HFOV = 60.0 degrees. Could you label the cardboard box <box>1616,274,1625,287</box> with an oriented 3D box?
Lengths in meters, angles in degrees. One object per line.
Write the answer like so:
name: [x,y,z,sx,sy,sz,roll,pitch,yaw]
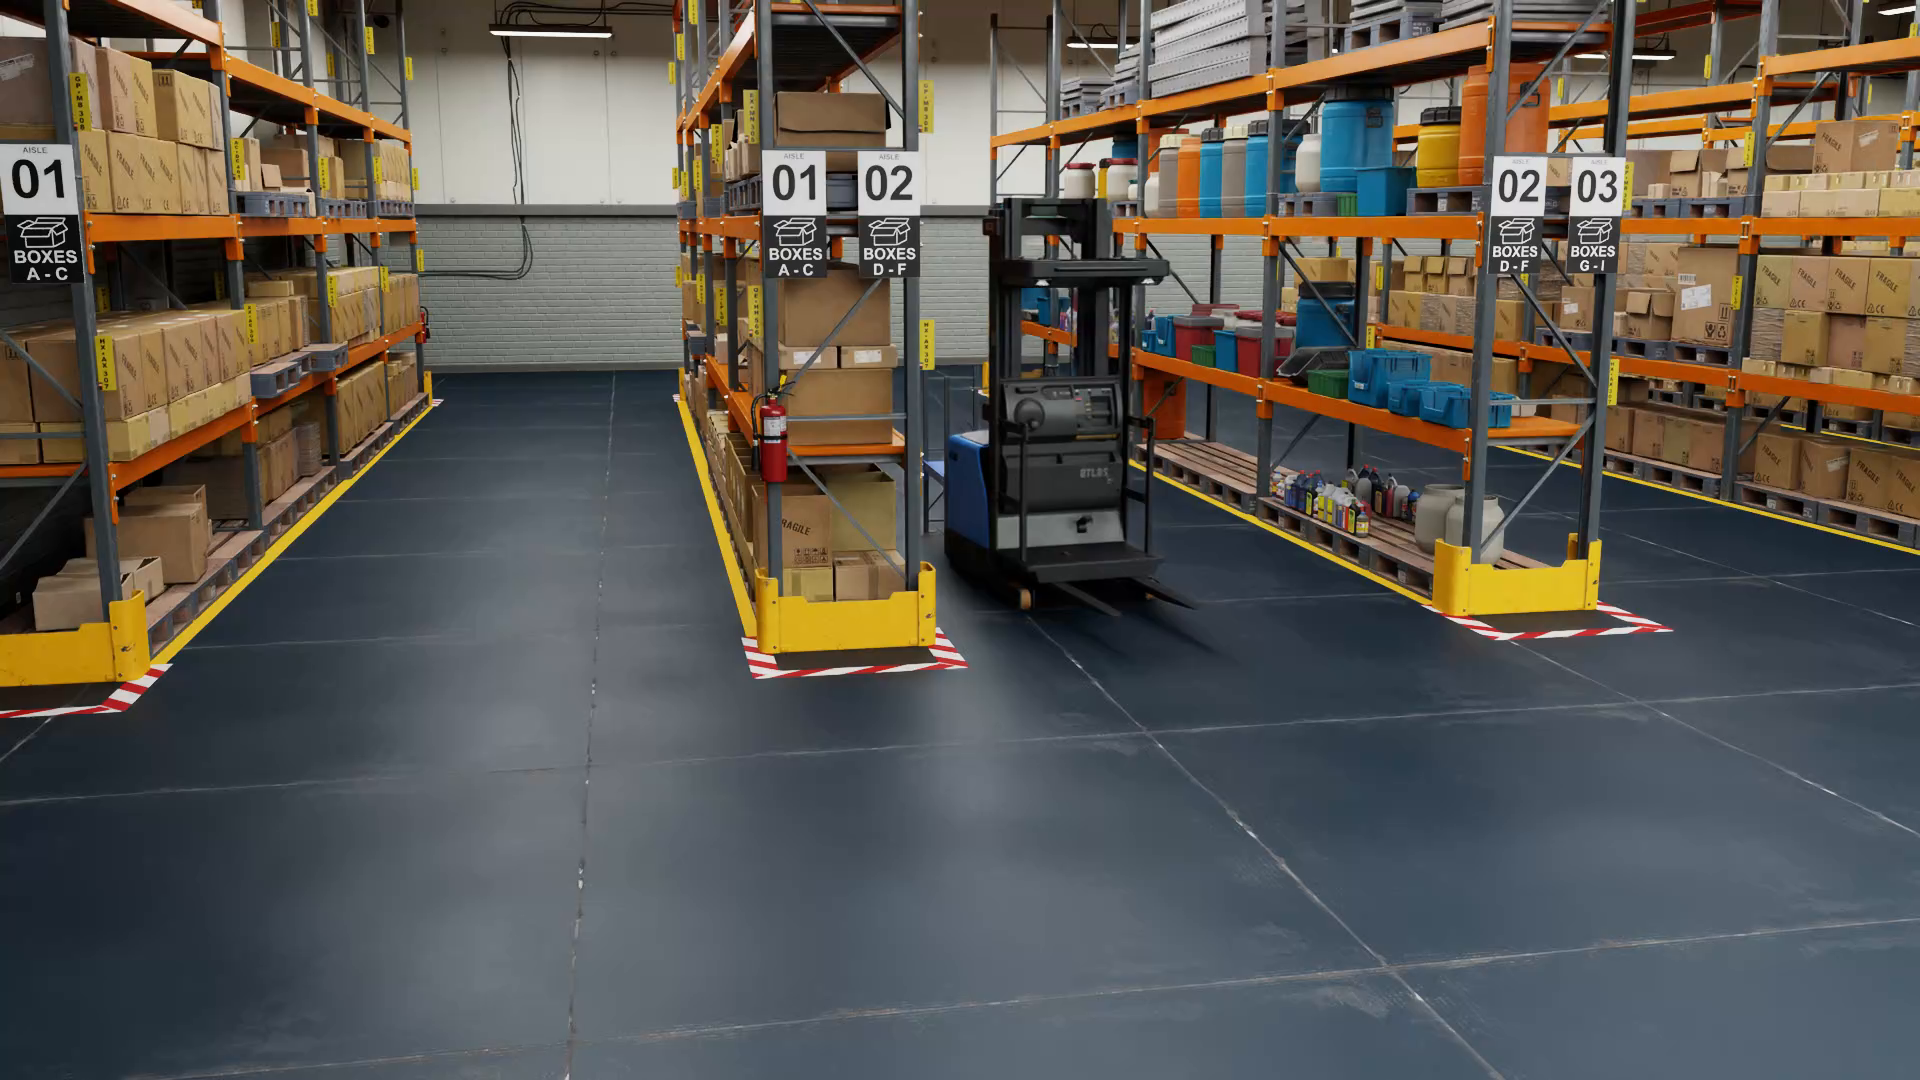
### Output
cardboard box: [10.862,-4.068,26.982,0.500,0.500,0.500,-2,11,-12]

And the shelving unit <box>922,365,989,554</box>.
shelving unit: [0.017,-0.721,14.474,0.538,1.500,1.048,-2,11,-11]

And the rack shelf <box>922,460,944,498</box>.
rack shelf: [0.017,-0.544,14.508,0.538,0.185,1.000,-2,11,-11]

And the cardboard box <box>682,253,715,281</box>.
cardboard box: [-3.938,-4.078,25.157,0.500,0.500,0.500,-2,11,-10]

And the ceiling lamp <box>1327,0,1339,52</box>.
ceiling lamp: [7.808,-10.483,30.094,2.000,3.185,0.800,-2,11,-11]

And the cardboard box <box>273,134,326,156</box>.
cardboard box: [-7.790,-4.650,19.633,0.500,0.250,0.500,-2,11,-13]

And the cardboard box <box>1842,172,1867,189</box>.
cardboard box: [8.145,-3.215,14.880,0.380,0.149,0.250,-2,11,-12]

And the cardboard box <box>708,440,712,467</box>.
cardboard box: [-2.406,-0.914,17.704,0.500,0.250,0.500,-2,11,-13]

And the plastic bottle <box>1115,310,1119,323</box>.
plastic bottle: [2.157,-2.950,22.304,0.144,0.351,0.185,-2,11,-11]

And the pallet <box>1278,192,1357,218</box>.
pallet: [3.555,-2.955,14.680,1.213,0.211,1.003,-2,11,-11]

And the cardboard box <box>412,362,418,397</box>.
cardboard box: [-8.499,-2.397,24.829,0.700,0.500,0.500,-2,11,-11]

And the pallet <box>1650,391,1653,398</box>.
pallet: [11.100,-2.488,27.204,1.003,0.211,1.213,-2,11,-11]

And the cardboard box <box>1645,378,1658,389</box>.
cardboard box: [11.012,-2.474,26.174,0.380,0.149,0.250,-2,11,-13]

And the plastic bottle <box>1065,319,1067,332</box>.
plastic bottle: [1.482,-2.945,22.676,0.097,0.201,0.097,0,11,0]

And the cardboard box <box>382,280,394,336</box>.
cardboard box: [-8.044,-3.057,21.934,0.980,0.700,0.700,-2,11,-10]

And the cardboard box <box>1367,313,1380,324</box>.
cardboard box: [6.241,-3.271,24.530,0.380,0.149,0.250,-2,11,-11]

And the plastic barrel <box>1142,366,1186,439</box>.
plastic barrel: [2.429,-1.666,20.106,0.600,0.830,0.708,-2,11,-11]

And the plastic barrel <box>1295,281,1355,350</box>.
plastic barrel: [3.541,-2.031,16.003,0.600,0.901,0.708,-2,11,-11]

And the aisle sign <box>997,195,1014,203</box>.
aisle sign: [0.680,-5.183,26.953,0.394,0.787,0.004,-2,11,-11]

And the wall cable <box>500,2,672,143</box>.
wall cable: [-6.829,-8.595,30.583,3.097,2.526,0.112,-2,11,-11]

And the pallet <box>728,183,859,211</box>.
pallet: [-1.349,-2.798,13.588,1.003,0.211,1.213,-2,11,-11]

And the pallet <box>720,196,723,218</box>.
pallet: [-1.879,-3.311,16.555,1.003,0.211,1.213,-2,11,-8]

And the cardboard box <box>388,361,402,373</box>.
cardboard box: [-7.989,-2.413,23.178,0.380,0.149,0.250,-2,11,-13]

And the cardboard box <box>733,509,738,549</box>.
cardboard box: [-1.563,-0.099,13.425,0.500,0.250,0.500,-2,11,-11]

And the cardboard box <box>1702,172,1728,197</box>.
cardboard box: [7.896,-3.665,17.146,0.396,0.266,0.258,-2,11,-9]

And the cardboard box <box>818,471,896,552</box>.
cardboard box: [-0.748,-0.212,12.011,0.500,0.500,0.500,-2,11,-11]

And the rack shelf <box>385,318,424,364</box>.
rack shelf: [-8.344,-2.823,23.430,1.077,0.370,4.000,-2,11,-11]

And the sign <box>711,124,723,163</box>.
sign: [-2.071,-3.384,14.206,0.100,0.325,0.005,-2,11,-11]

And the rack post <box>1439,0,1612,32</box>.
rack post: [4.075,-3.814,12.004,0.937,0.300,0.954,-1,11,-5]

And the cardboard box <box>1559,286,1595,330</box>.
cardboard box: [7.544,-2.774,19.859,0.500,0.500,0.500,-4,11,-18]

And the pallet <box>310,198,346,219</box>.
pallet: [-7.354,-3.573,17.929,1.213,0.211,1.003,-2,11,-8]

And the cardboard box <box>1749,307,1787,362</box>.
cardboard box: [8.204,-1.993,16.084,0.875,0.500,0.500,-2,11,-11]

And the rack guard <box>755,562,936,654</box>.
rack guard: [-0.758,0.443,11.033,1.175,0.500,0.348,-2,11,-11]

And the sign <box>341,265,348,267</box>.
sign: [-9.278,-3.988,25.102,0.100,0.325,0.005,-2,11,-11]

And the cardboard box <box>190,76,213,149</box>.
cardboard box: [-5.918,-3.183,12.382,0.500,0.500,0.500,-2,11,-8]

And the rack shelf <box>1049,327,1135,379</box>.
rack shelf: [2.152,-2.450,21.469,1.077,0.370,4.000,-2,11,-11]

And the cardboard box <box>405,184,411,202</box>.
cardboard box: [-8.330,-5.074,24.320,0.500,0.250,0.500,-2,11,-9]

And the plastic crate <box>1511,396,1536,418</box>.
plastic crate: [4.238,-1.015,12.714,0.298,0.136,0.250,-2,11,-11]

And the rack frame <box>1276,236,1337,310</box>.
rack frame: [5.843,-4.084,28.129,1.000,3.000,0.127,-2,11,-11]

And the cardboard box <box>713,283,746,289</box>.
cardboard box: [-2.692,-2.924,20.647,0.700,0.500,0.500,-5,12,-25]

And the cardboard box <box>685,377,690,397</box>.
cardboard box: [-3.853,-2.296,24.915,0.500,0.250,0.500,-2,11,-11]

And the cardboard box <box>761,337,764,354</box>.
cardboard box: [-1.277,-1.458,12.332,0.380,0.149,0.250,-2,11,-9]

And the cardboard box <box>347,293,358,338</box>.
cardboard box: [-7.209,-2.567,19.044,0.500,0.500,0.500,-2,11,-11]

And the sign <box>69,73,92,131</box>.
sign: [-5.089,-2.531,9.614,0.100,0.325,0.005,-2,11,-11]

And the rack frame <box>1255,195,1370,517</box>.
rack frame: [3.319,-1.703,15.620,1.000,3.000,0.127,-2,11,-11]

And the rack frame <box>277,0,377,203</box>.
rack frame: [-7.955,-5.757,20.875,1.000,3.000,0.127,-2,11,-11]

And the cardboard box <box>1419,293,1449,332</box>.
cardboard box: [6.661,-3.122,22.808,0.500,0.500,0.500,-2,11,-12]

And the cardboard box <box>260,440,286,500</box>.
cardboard box: [-6.768,-0.653,15.613,0.700,0.500,0.500,-2,11,-10]

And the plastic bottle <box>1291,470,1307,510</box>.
plastic bottle: [3.069,-0.454,14.969,0.144,0.351,0.185,-2,11,-9]

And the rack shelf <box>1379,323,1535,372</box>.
rack shelf: [7.010,-2.630,22.415,1.077,0.370,4.000,-2,11,-11]

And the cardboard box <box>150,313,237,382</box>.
cardboard box: [-5.901,-1.480,12.793,0.500,0.500,0.500,-2,11,-11]

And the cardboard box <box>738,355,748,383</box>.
cardboard box: [-1.892,-1.612,15.502,0.396,0.266,0.258,-2,11,-12]

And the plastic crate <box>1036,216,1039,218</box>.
plastic crate: [1.273,-4.717,23.880,0.416,0.233,0.300,-2,11,-11]

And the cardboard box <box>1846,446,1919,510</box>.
cardboard box: [8.532,-0.571,15.234,0.500,0.500,0.500,-3,11,-16]

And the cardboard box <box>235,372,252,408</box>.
cardboard box: [-6.010,-1.203,13.341,0.500,0.250,0.500,-2,11,-11]

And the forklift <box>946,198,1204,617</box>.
forklift: [0.837,-1.013,12.181,1.130,2.935,3.031,-4,11,-18]

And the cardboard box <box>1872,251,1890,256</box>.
cardboard box: [15.691,-4.606,27.932,0.500,0.500,0.500,-2,11,-11]
